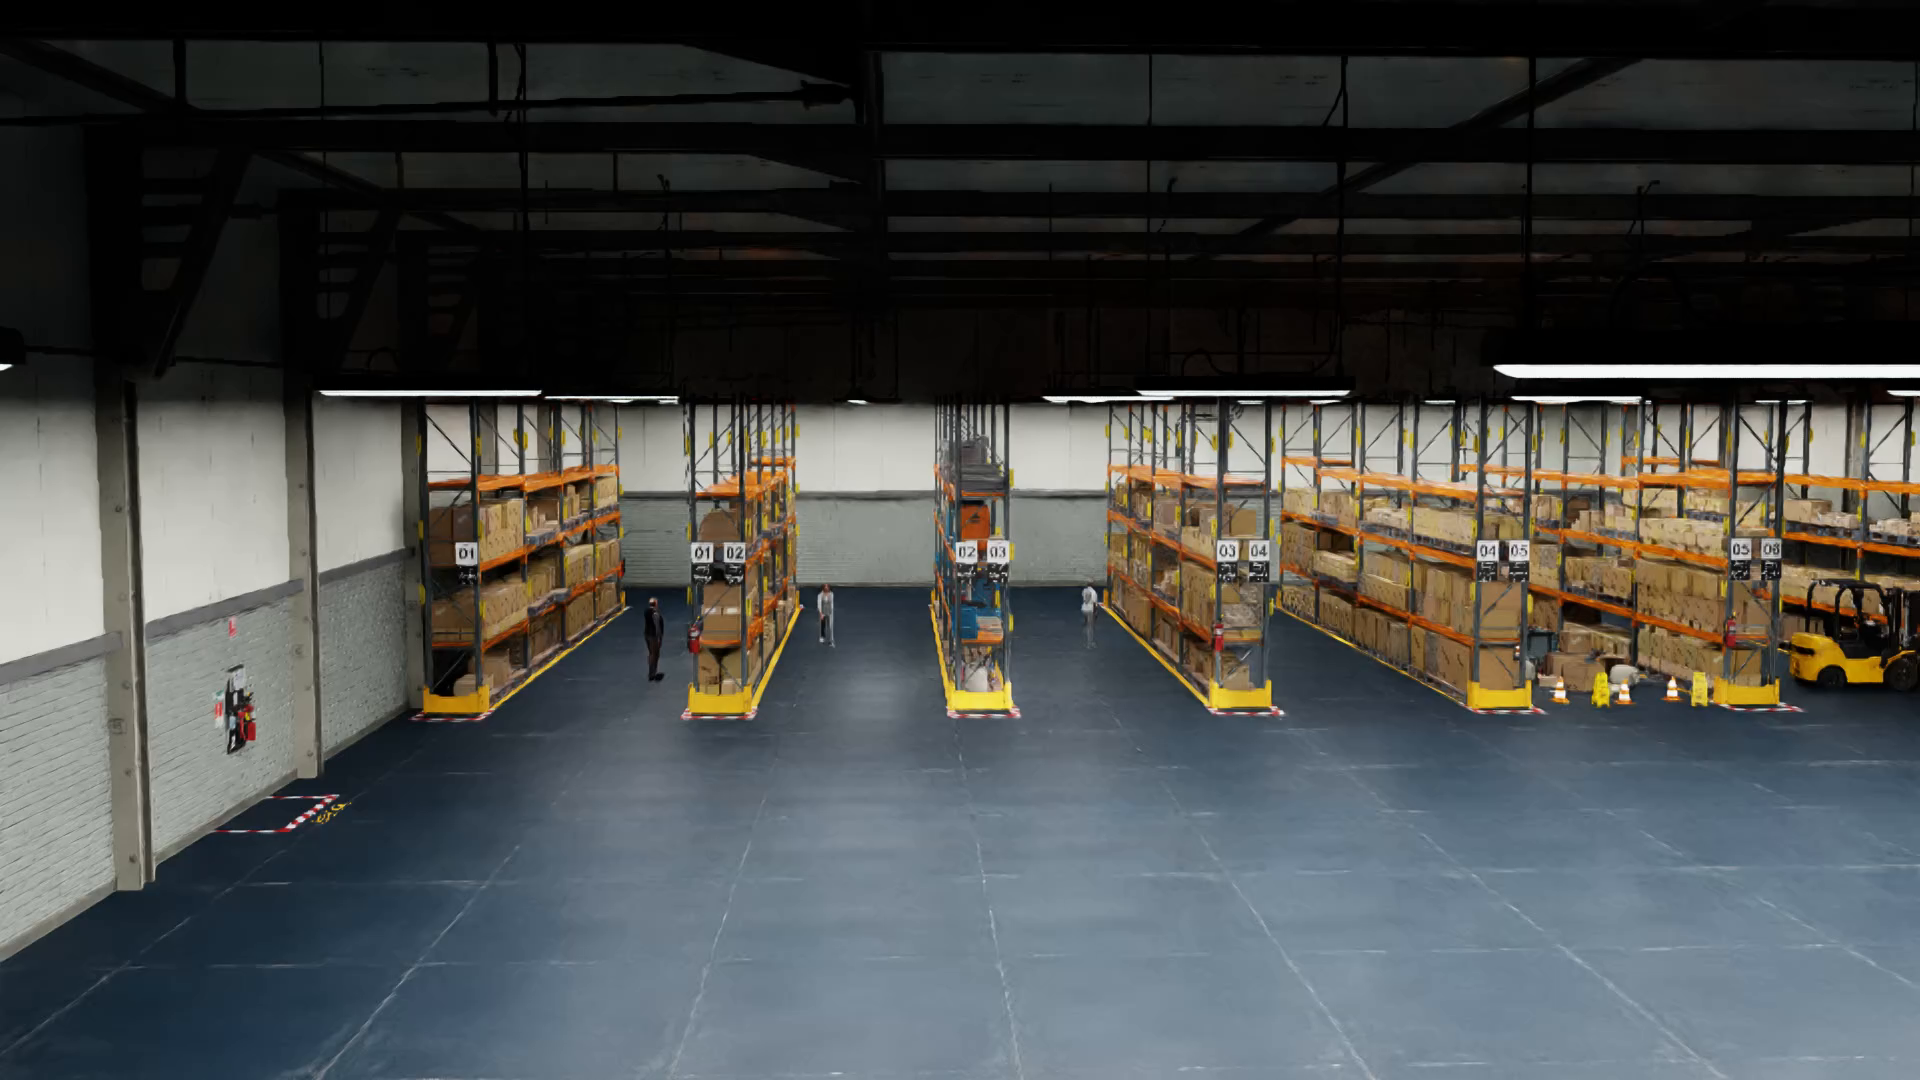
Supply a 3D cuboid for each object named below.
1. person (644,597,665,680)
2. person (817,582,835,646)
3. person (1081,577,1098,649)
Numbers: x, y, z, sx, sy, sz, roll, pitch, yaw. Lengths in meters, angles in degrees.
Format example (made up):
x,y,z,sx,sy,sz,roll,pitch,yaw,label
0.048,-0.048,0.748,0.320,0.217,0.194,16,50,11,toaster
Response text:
x,y,z,sx,sy,sz,roll,pitch,yaw,label
-6.391,2.051,34.930,0.450,1.727,0.584,-3,6,-34,person
-3.213,1.758,39.781,0.412,1.533,0.955,-1,5,-10,person
3.096,1.720,39.409,0.422,1.677,0.502,-3,5,-32,person
